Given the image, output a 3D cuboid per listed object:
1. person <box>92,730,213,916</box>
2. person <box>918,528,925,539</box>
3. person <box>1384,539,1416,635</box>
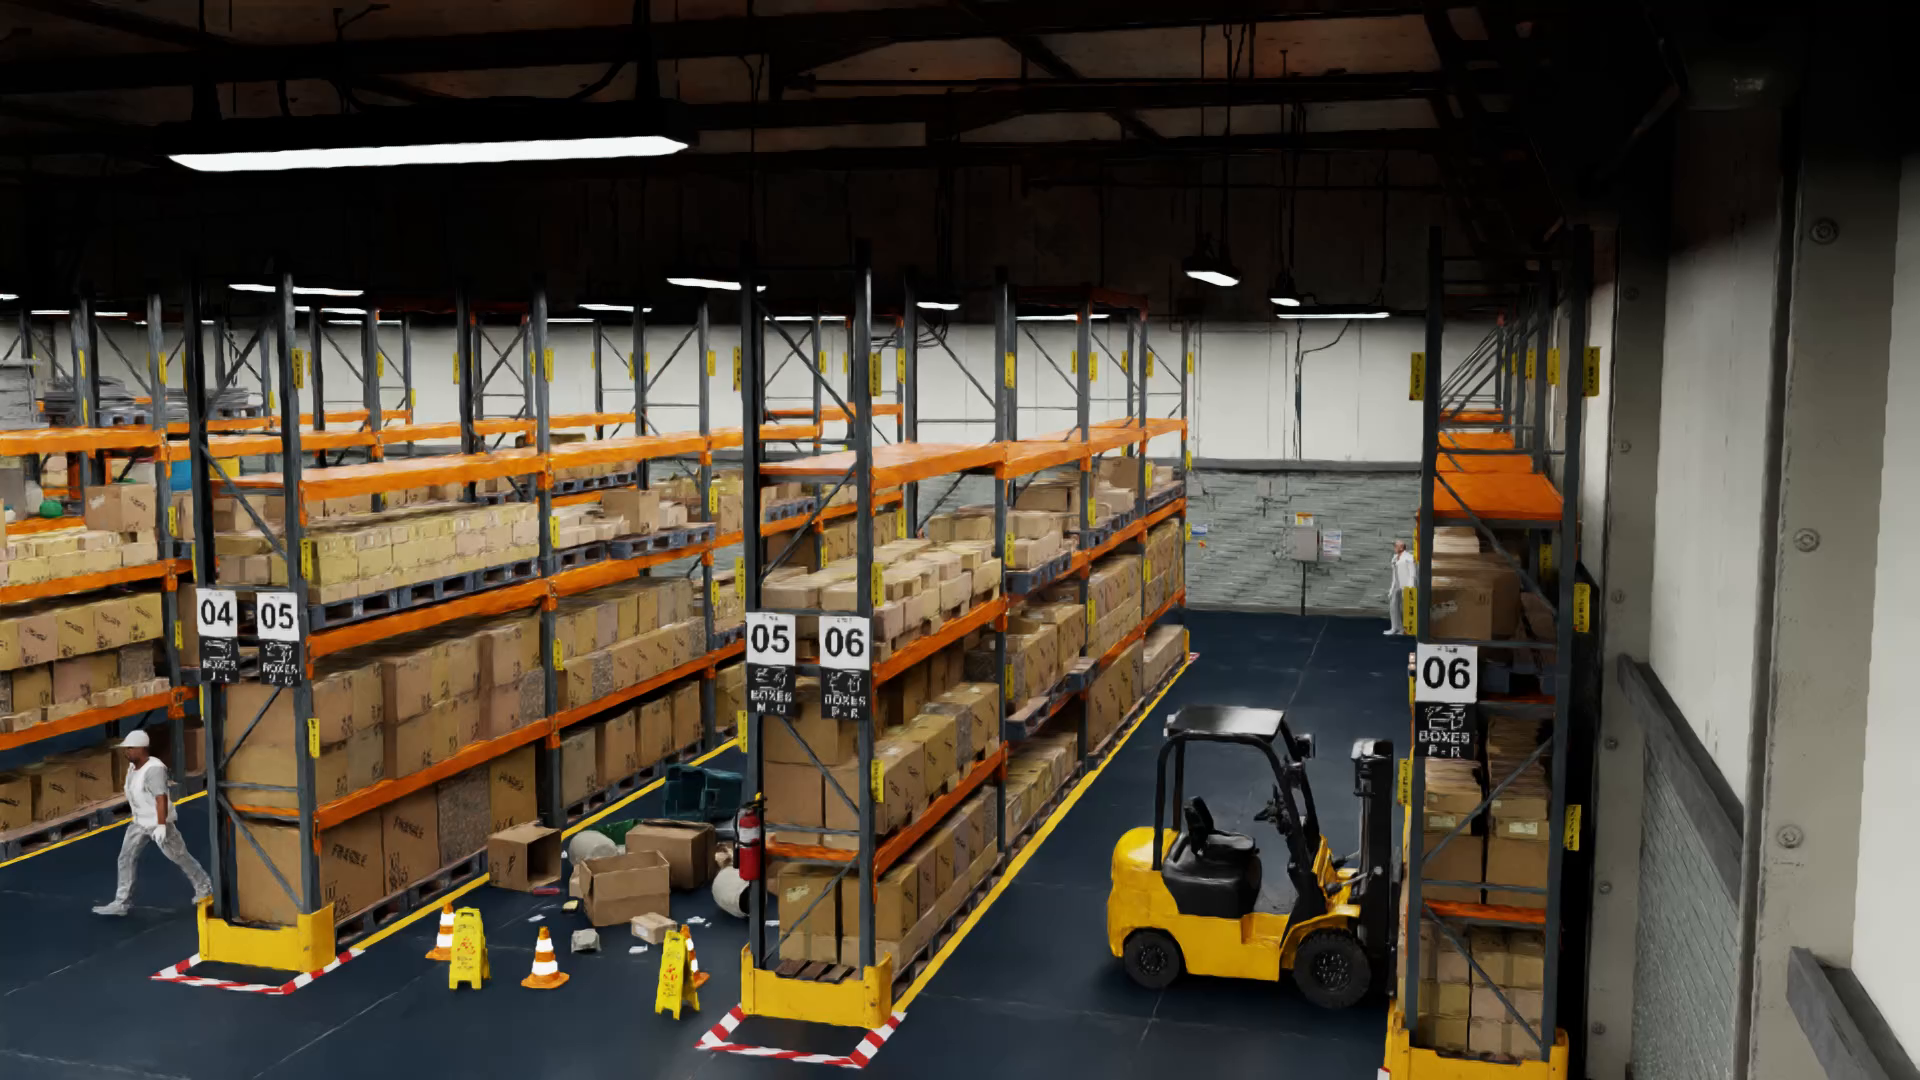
[{"bbox_3d":[-7.482,2.599,15.381,0.606,1.740,0.982,5,8,38],"label":"person"},{"bbox_3d":[-0.704,0.634,32.981,0.544,1.742,0.625,-2,7,-21],"label":"person"},{"bbox_3d":[8.184,0.876,30.645,0.655,1.748,0.607,-3,7,-28],"label":"person"}]
